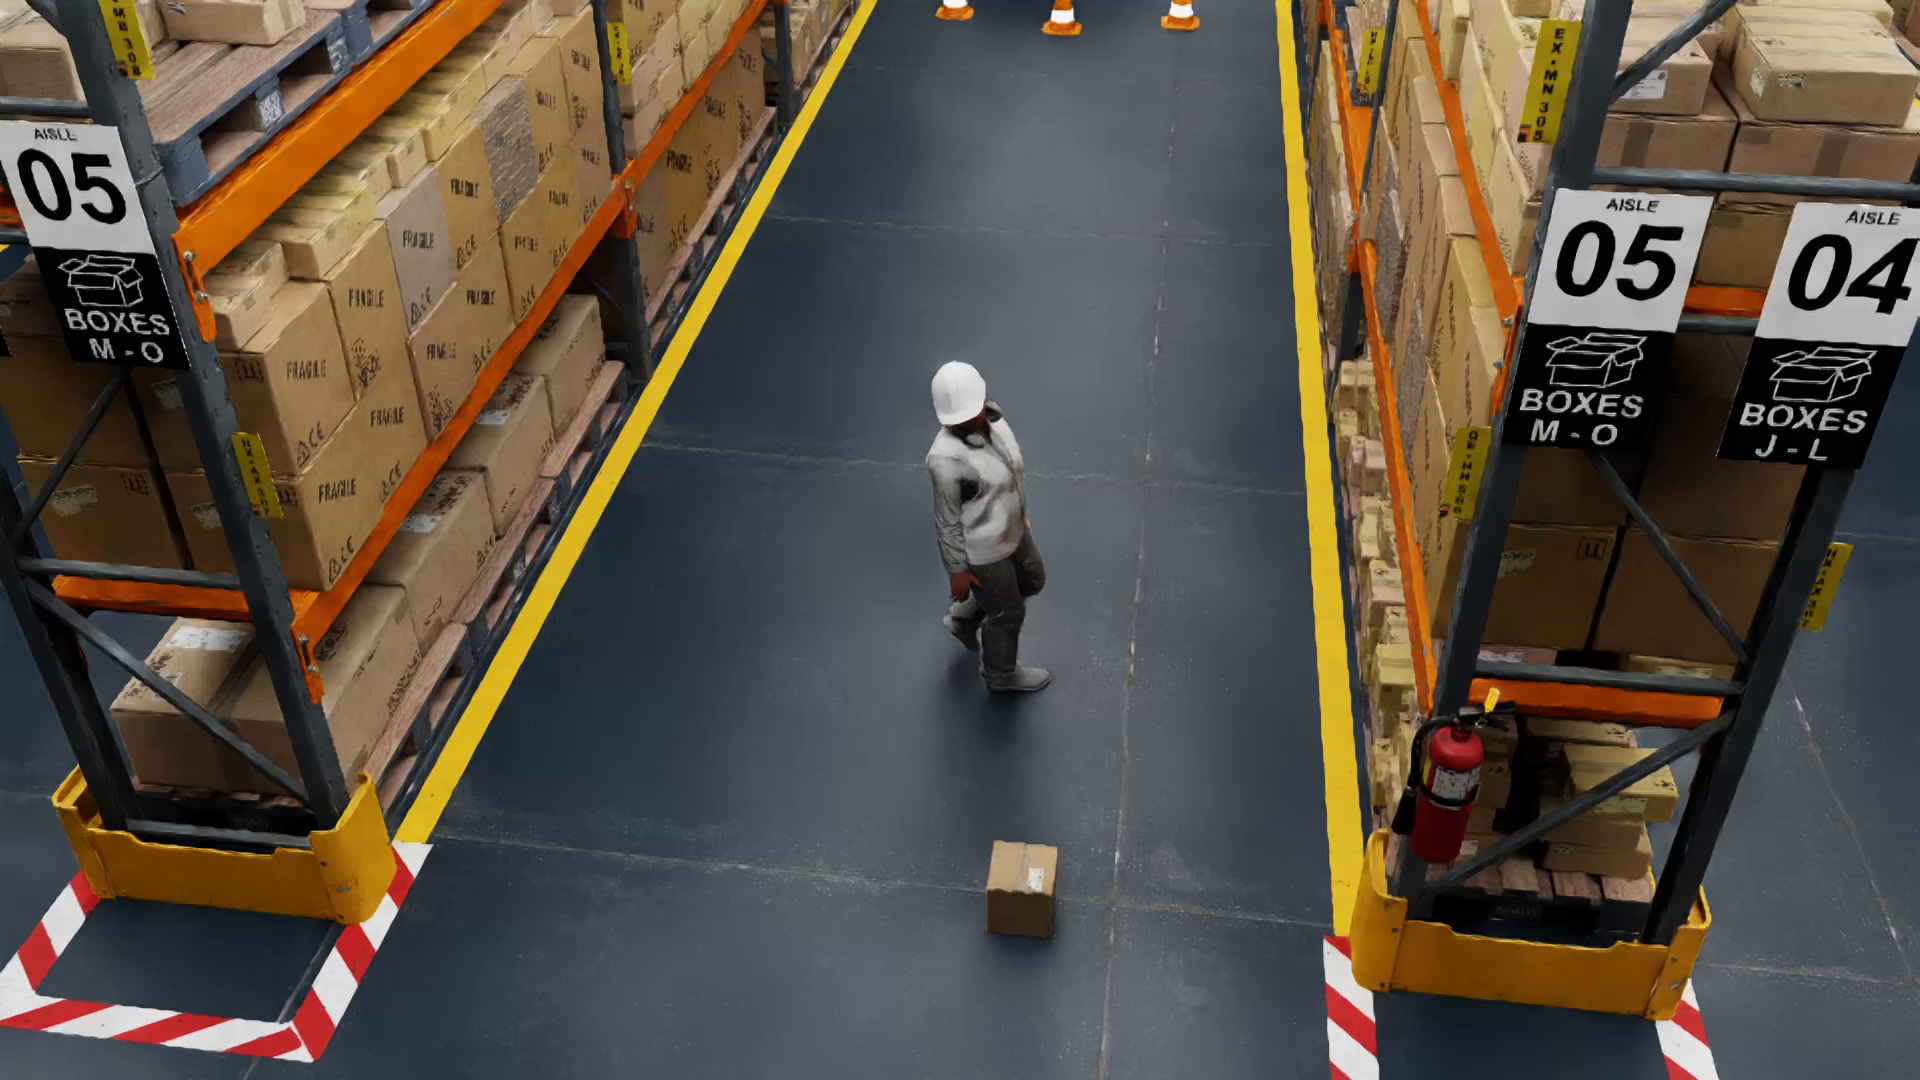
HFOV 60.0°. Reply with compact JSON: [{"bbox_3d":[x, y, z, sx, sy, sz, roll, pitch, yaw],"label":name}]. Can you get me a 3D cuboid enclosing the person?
[{"bbox_3d":[0.133,-0.013,7.063,0.525,1.748,0.587,7,37,10],"label":"person"}]
